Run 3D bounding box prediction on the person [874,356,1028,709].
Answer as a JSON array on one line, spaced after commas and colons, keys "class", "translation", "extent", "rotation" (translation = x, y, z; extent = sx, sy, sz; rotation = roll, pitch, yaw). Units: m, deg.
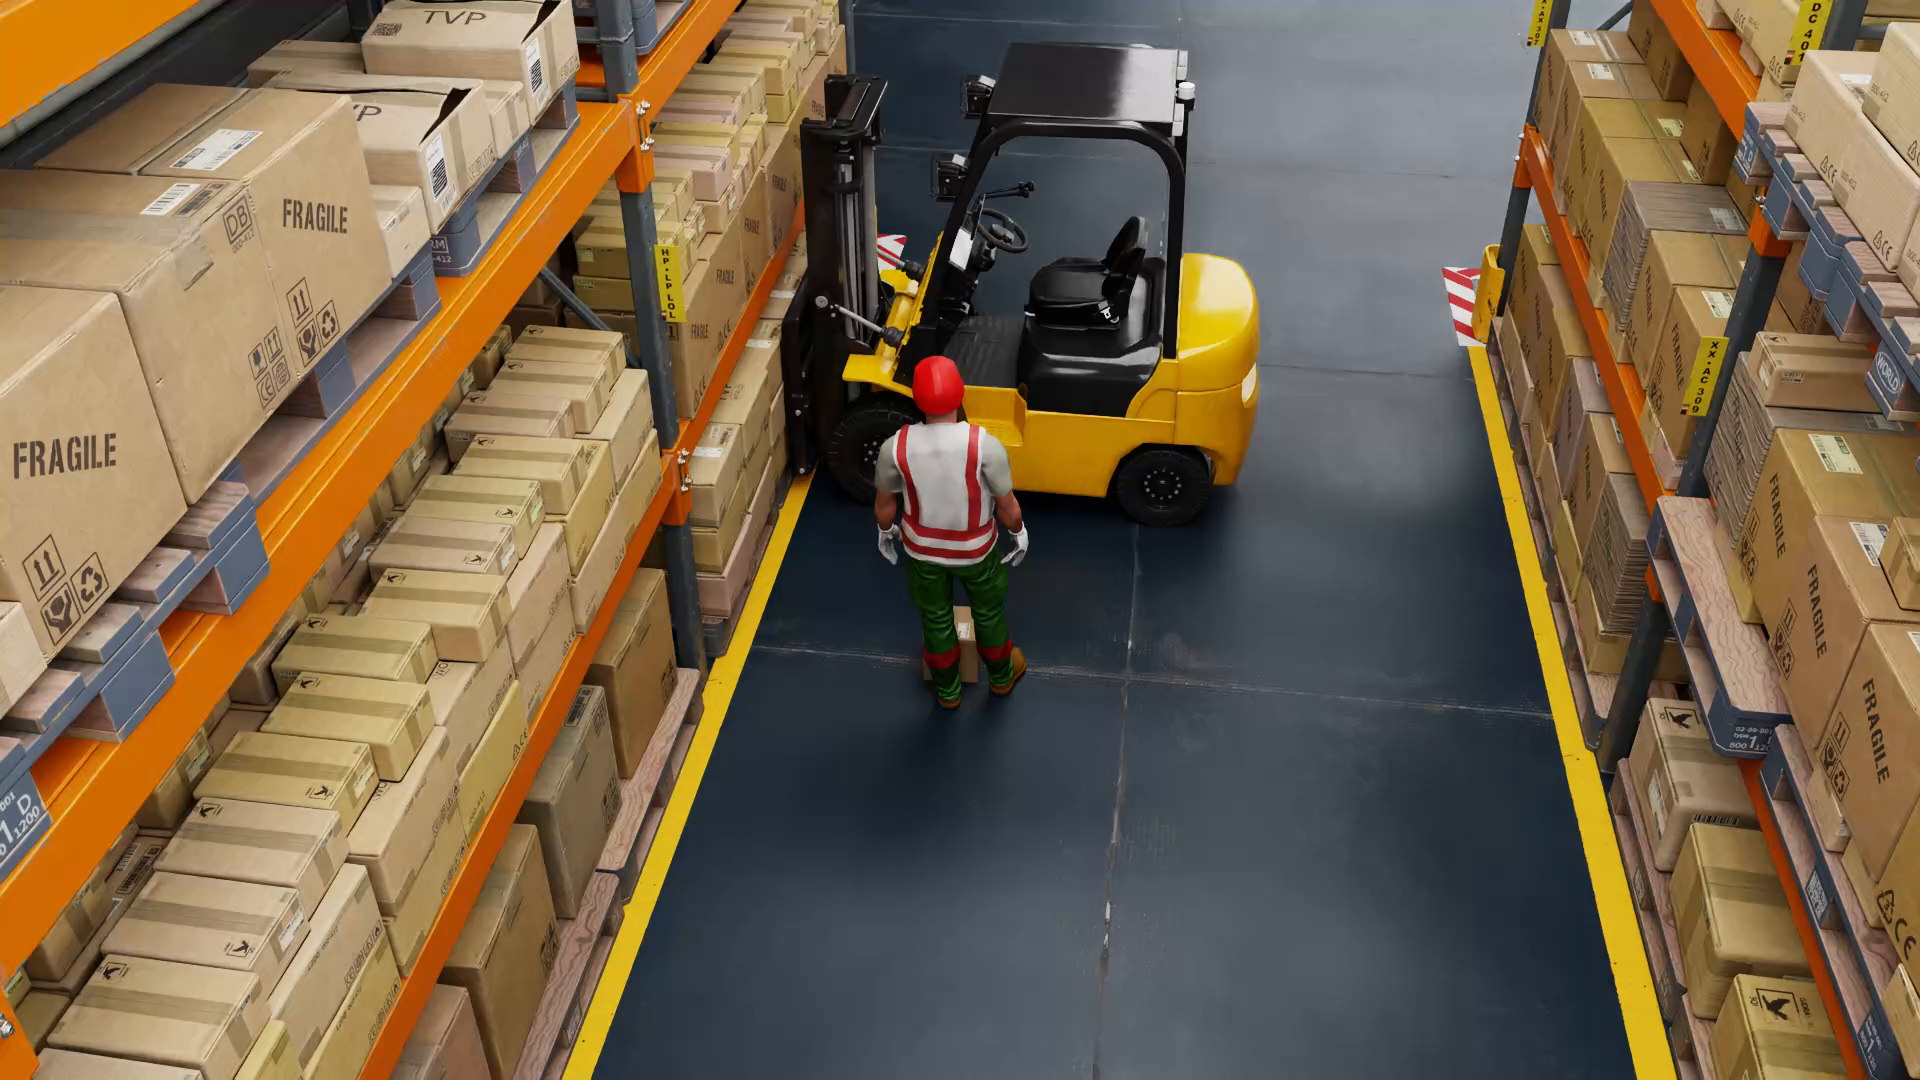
[{"class": "person", "translation": [-0.025, -0.039, 7.058], "extent": [0.638, 1.789, 0.562], "rotation": [4, 36, 6]}]
